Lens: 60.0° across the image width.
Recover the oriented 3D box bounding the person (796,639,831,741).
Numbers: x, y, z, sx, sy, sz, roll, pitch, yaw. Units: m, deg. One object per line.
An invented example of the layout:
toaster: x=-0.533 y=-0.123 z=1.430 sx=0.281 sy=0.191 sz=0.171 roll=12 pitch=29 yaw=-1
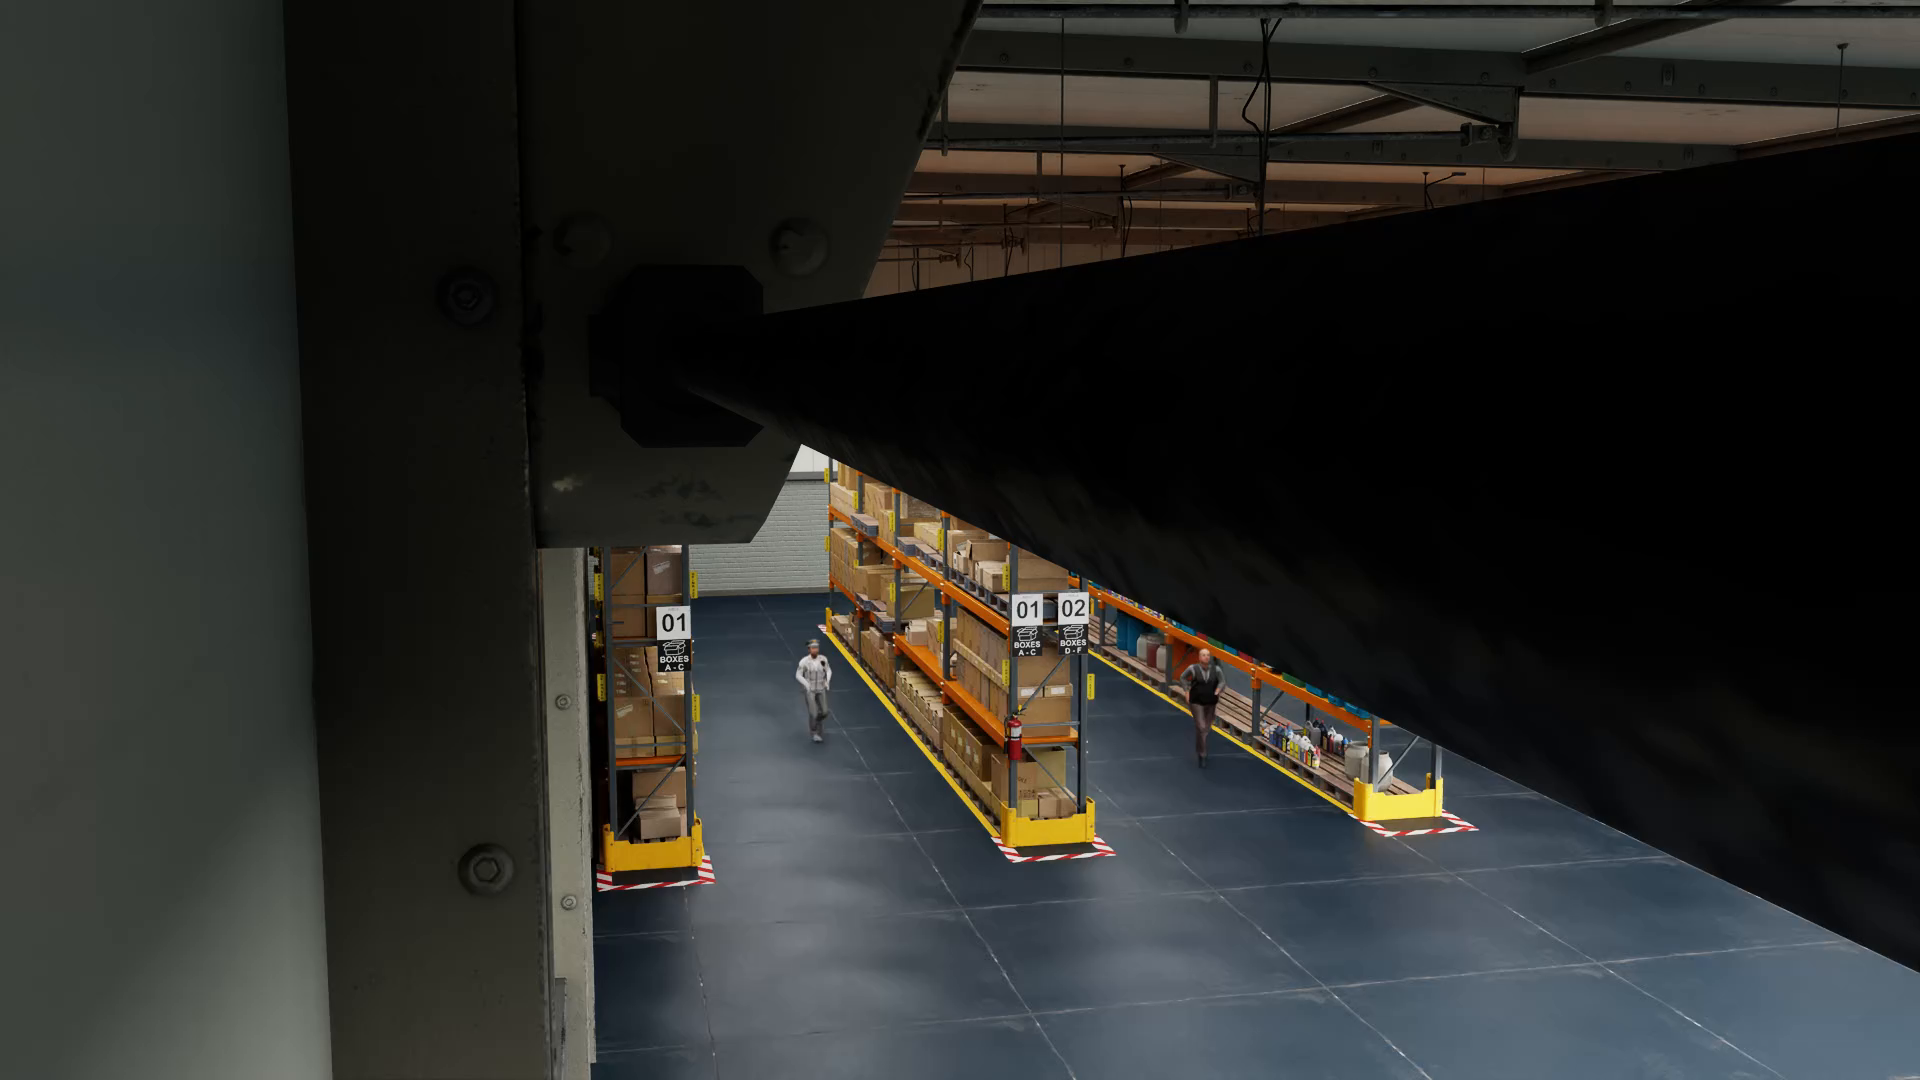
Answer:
person: x=-2.291 y=2.380 z=26.398 sx=0.592 sy=1.651 sz=0.501 roll=-2 pitch=7 yaw=-18

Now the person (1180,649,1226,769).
person: x=3.687 y=2.501 z=25.114 sx=0.649 sy=1.756 sz=0.834 roll=-1 pitch=7 yaw=-10
